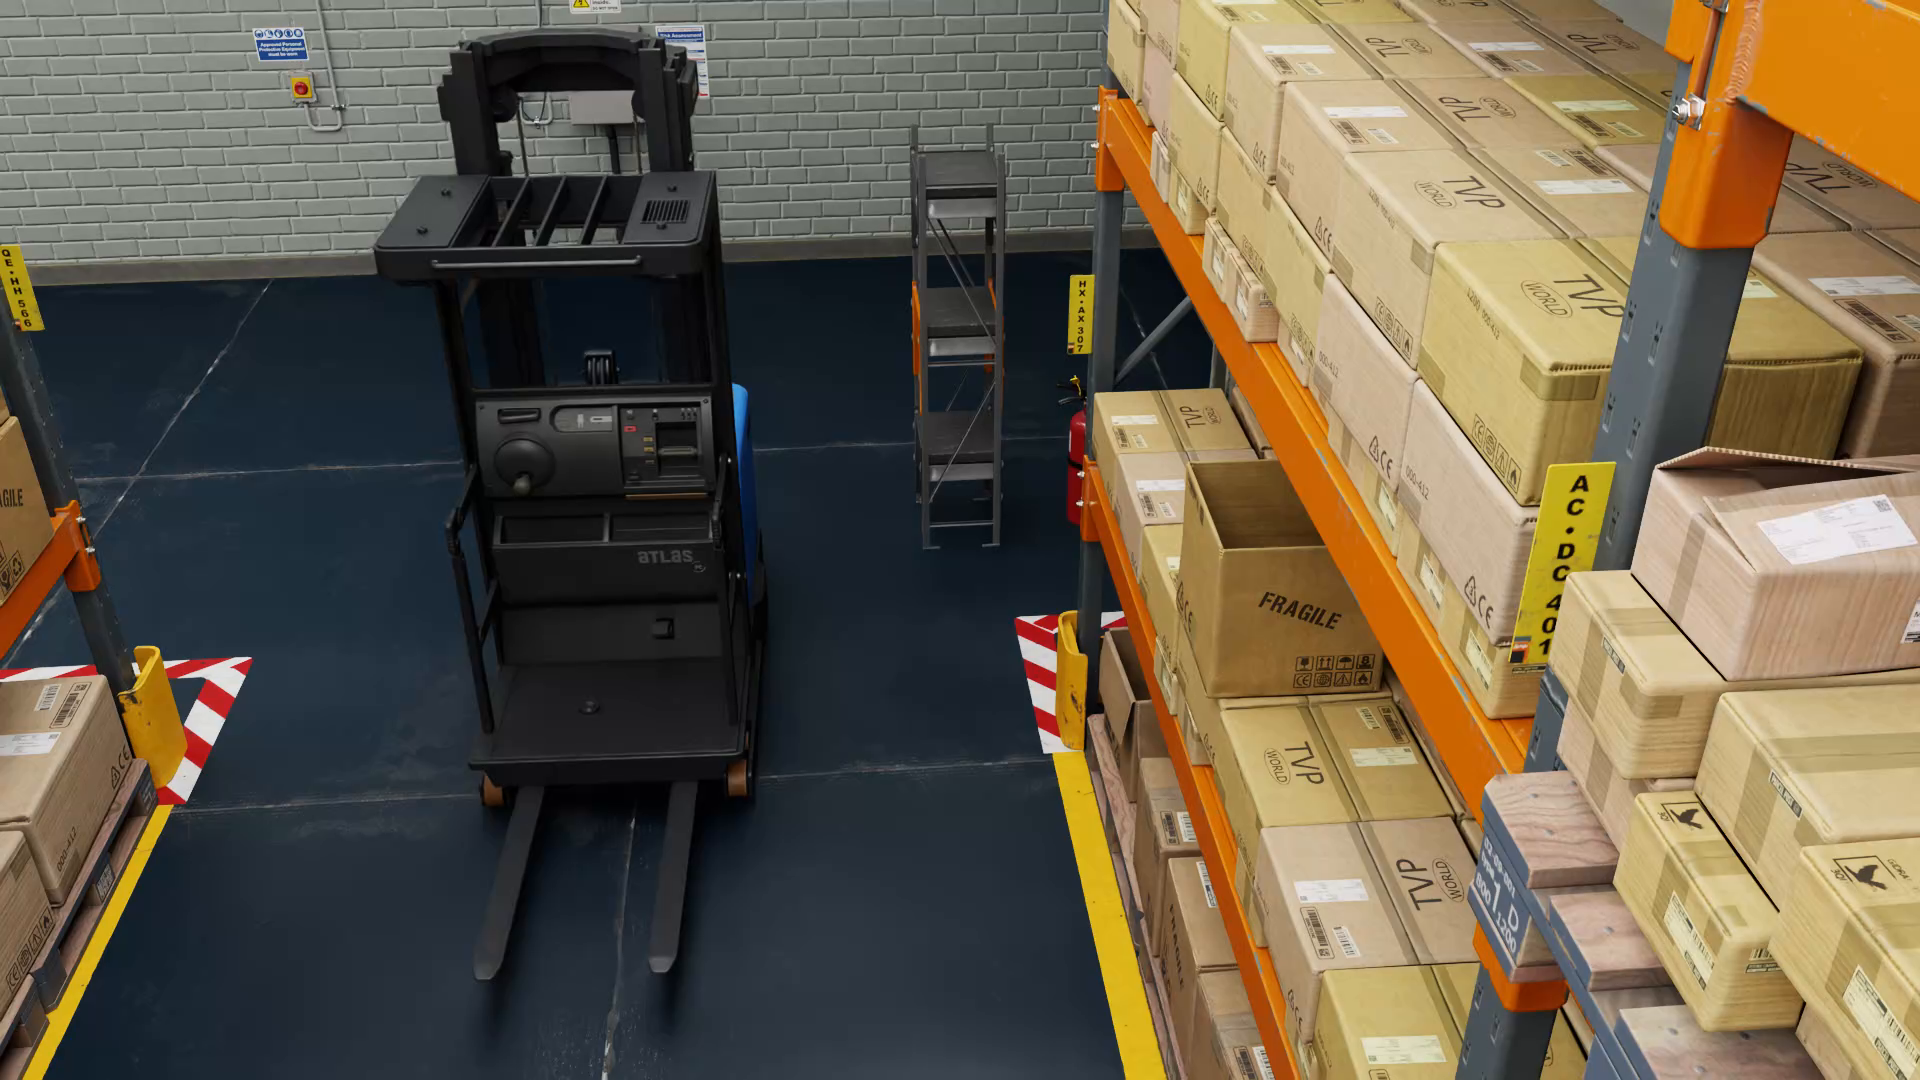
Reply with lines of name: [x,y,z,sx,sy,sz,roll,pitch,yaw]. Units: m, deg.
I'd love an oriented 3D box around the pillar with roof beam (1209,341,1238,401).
pillar with roof beam: [-2.629,-4.315,7.198,9.100,9.000,0.400,-3,31,-5]

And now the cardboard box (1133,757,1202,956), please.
cardboard box: [1.016,1.122,5.974,0.700,0.500,0.500,-2,31,-3]

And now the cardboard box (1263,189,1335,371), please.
cardboard box: [0.996,-0.596,3.753,0.500,0.250,0.500,-2,31,-4]

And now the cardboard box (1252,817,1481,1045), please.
cardboard box: [1.033,0.950,4.091,0.500,0.250,0.500,-3,31,-4]

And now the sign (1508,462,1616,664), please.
sign: [0.846,0.037,2.334,0.100,0.325,0.005,-3,31,-5]

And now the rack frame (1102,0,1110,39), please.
rack frame: [1.012,-3.101,5.167,1.000,3.000,0.127,-3,31,-5]

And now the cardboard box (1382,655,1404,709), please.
cardboard box: [1.456,0.416,4.984,0.500,0.250,0.500,-3,31,-5]

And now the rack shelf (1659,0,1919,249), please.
rack shelf: [1.572,0.443,0.325,1.077,0.370,4.000,-3,31,-5]

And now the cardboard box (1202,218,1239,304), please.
cardboard box: [0.857,-0.744,4.391,0.380,0.149,0.250,-3,31,-4]

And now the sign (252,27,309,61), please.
sign: [-4.534,-3.309,11.101,0.327,0.218,0.001,-3,31,-5]

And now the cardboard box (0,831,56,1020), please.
cardboard box: [-3.675,1.433,5.515,0.875,0.438,0.875,-2,31,-3]

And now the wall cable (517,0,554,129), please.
wall cable: [-3.069,-3.674,10.985,0.588,1.984,0.122,-3,31,-5]

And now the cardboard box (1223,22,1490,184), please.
cardboard box: [0.950,-1.077,4.071,0.500,0.250,0.500,-2,31,-3]

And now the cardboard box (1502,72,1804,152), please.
cardboard box: [1.511,-0.839,3.672,0.500,0.250,0.500,-3,31,-5]

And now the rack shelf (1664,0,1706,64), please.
rack shelf: [1.199,-1.770,3.642,1.077,0.370,4.000,-3,31,-5]

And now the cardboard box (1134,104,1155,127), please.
cardboard box: [0.810,-1.532,5.709,0.380,0.149,0.250,-2,31,-4]

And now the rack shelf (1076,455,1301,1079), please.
rack shelf: [1.199,0.804,5.180,1.077,0.370,4.000,-3,31,-5]

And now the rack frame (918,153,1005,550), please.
rack frame: [0.007,-0.861,8.144,0.400,2.100,0.015,-3,31,-5]

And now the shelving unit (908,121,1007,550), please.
shelving unit: [-0.016,-0.986,8.353,0.431,2.100,0.503,-3,31,-5]

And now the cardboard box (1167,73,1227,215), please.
cardboard box: [0.884,-1.117,4.625,0.500,0.250,0.500,-4,31,-6]

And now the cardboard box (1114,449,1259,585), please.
cardboard box: [0.833,-0.087,5.827,0.500,0.250,0.500,-2,31,-4]

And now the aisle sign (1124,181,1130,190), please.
aisle sign: [0.713,-1.662,6.073,0.394,0.787,0.004,-3,31,-5]

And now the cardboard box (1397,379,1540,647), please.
cardboard box: [1.091,-0.069,2.871,0.500,0.250,0.500,-3,31,-4]

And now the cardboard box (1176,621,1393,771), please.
cardboard box: [0.953,0.432,4.958,0.500,0.250,0.500,-4,31,-6]

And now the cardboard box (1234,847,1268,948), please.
cardboard box: [0.961,0.946,4.486,0.380,0.149,0.250,-3,31,-5]

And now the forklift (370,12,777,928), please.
forklift: [-1.498,-0.454,6.651,1.130,2.935,3.031,1,31,1]

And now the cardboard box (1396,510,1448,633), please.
cardboard box: [1.038,0.042,3.074,0.380,0.149,0.250,-3,31,-5]

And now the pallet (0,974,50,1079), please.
pallet: [-3.666,1.937,5.301,1.003,0.211,1.213,-3,31,-5]

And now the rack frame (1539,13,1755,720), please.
rack frame: [1.385,-1.059,1.748,1.000,3.000,0.127,-3,31,-5]

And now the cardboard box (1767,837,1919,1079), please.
cardboard box: [1.054,0.424,1.639,0.380,0.149,0.250,-3,31,-6]

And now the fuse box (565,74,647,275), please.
fuse box: [-2.375,-2.637,11.496,0.539,1.711,0.414,-3,31,-5]

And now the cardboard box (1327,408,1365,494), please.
cardboard box: [1.003,-0.221,3.515,0.380,0.149,0.250,-3,31,-5]

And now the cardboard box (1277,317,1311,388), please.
cardboard box: [0.978,-0.487,3.961,0.380,0.149,0.250,-2,31,-4]

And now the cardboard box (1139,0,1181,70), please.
cardboard box: [0.832,-1.592,4.934,0.500,0.250,0.500,-3,31,-5]

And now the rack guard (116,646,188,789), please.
rack guard: [-3.932,0.775,6.965,1.175,0.500,0.348,-3,31,-5]

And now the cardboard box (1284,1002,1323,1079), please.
cardboard box: [1.010,1.210,4.044,0.380,0.149,0.250,-2,31,-3]

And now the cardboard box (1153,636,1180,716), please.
cardboard box: [0.840,0.423,5.361,0.380,0.149,0.250,-4,31,-6]

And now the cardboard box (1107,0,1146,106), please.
cardboard box: [0.781,-1.637,5.497,0.500,0.250,0.500,-3,31,-5]

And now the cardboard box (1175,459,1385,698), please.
cardboard box: [0.926,0.099,4.783,0.500,0.500,0.500,-2,31,-3]

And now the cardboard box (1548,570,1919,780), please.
cardboard box: [0.977,0.159,2.081,0.380,0.149,0.250,-2,31,-3]

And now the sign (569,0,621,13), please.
sign: [-2.449,-3.647,11.126,0.339,0.242,0.001,-3,31,-5]

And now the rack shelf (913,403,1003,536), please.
rack shelf: [-0.015,-0.373,8.719,0.431,0.518,0.480,-3,31,-5]

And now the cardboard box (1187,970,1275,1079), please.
cardboard box: [1.113,1.652,5.087,0.700,0.500,0.500,-4,31,-6]

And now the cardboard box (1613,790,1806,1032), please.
cardboard box: [1.007,0.419,1.937,0.380,0.149,0.250,-2,31,-4]

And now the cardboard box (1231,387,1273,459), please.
cardboard box: [1.319,-0.367,6.295,0.500,0.250,0.500,-2,31,-3]

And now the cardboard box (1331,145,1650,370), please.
cardboard box: [1.043,-0.554,3.196,0.500,0.250,0.500,-3,31,-5]

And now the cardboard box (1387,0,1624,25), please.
cardboard box: [1.438,-1.350,4.528,0.500,0.250,0.500,-2,31,-4]

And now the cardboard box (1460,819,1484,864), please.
cardboard box: [1.554,0.932,4.121,0.500,0.250,0.500,-3,31,-5]

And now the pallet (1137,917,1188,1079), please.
pallet: [1.205,1.739,5.633,1.003,0.211,1.213,-3,31,-5]

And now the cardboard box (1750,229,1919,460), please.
cardboard box: [1.622,-0.316,2.797,0.500,0.250,0.500,-3,31,-5]

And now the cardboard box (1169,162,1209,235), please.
cardboard box: [0.820,-1.002,4.822,0.380,0.149,0.250,-3,31,-5]

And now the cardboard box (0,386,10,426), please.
cardboard box: [-3.648,-0.523,5.629,0.500,0.500,0.500,-2,31,-3]
